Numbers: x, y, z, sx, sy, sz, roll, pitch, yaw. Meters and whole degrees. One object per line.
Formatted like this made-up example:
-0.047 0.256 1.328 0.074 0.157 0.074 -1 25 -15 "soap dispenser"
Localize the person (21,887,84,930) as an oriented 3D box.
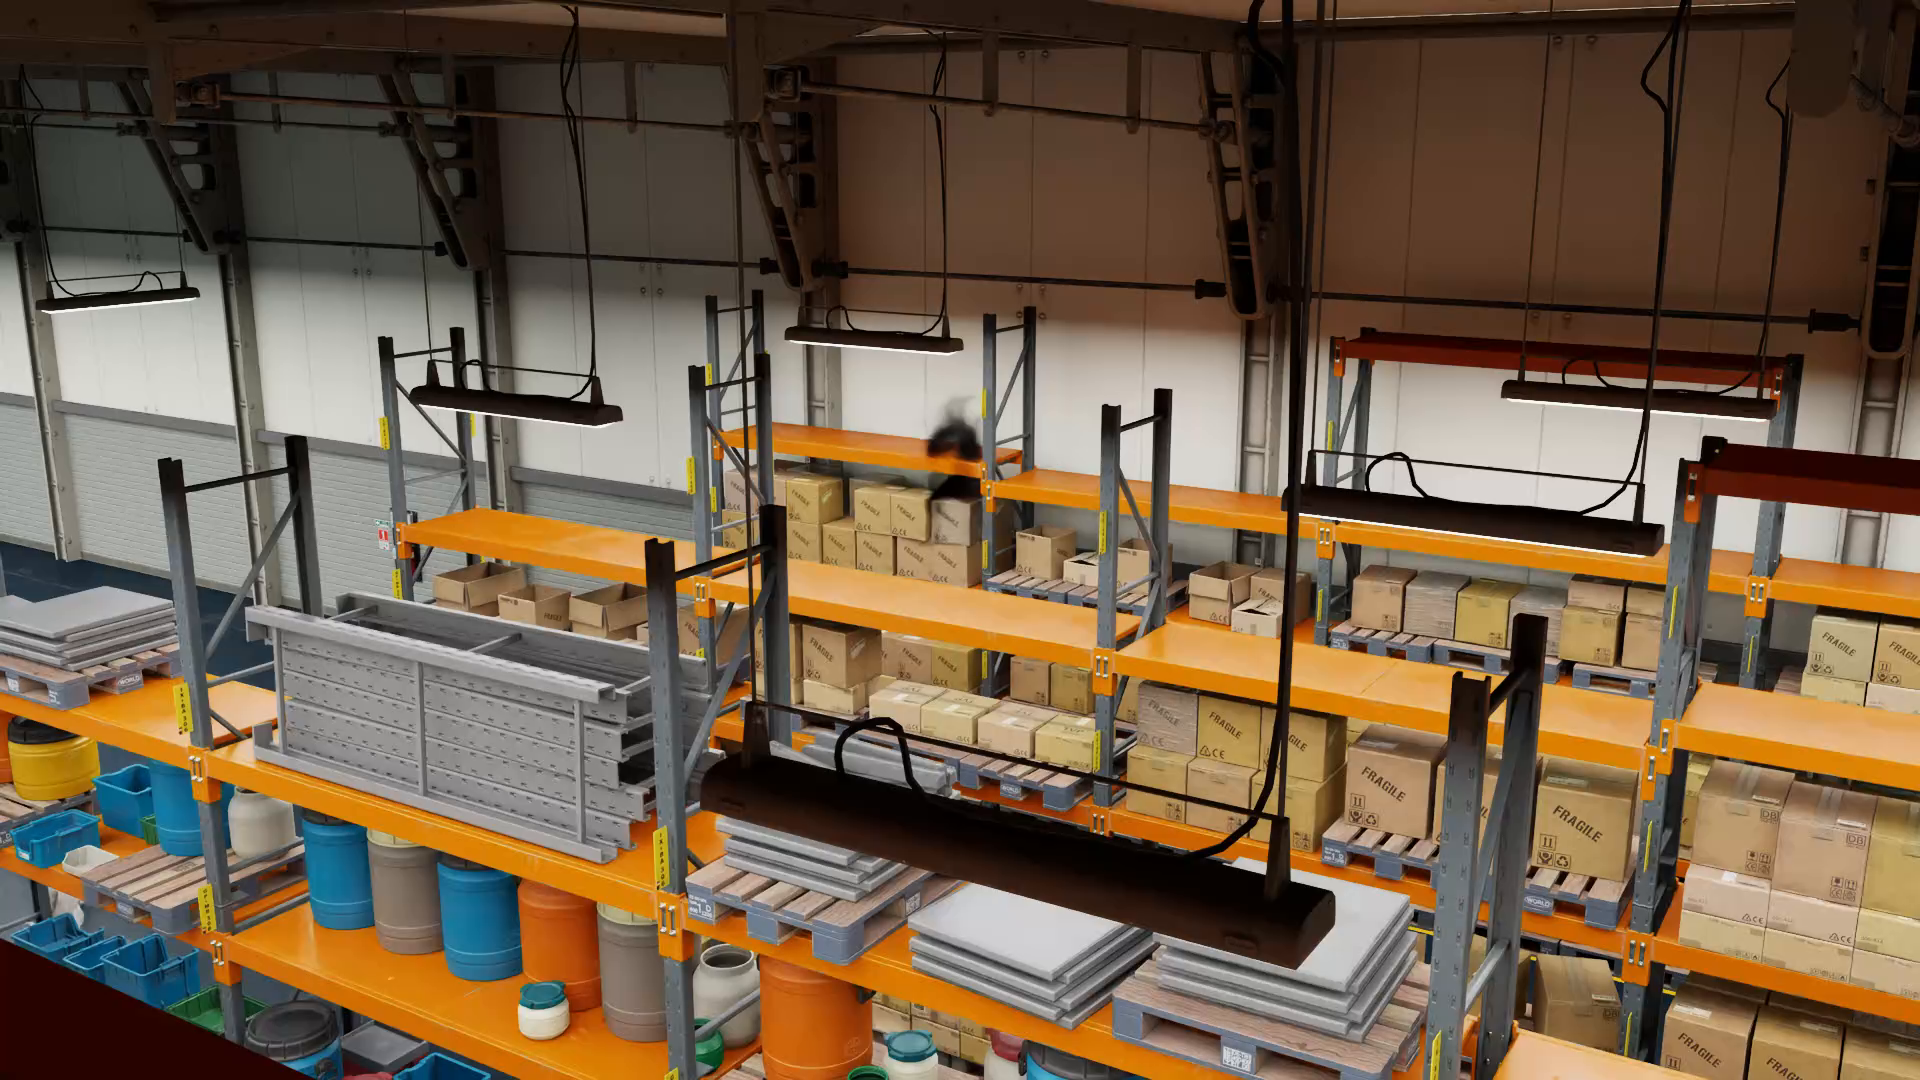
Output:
-8.245 3.568 15.248 0.628 1.744 0.718 1 14 4 "person"
